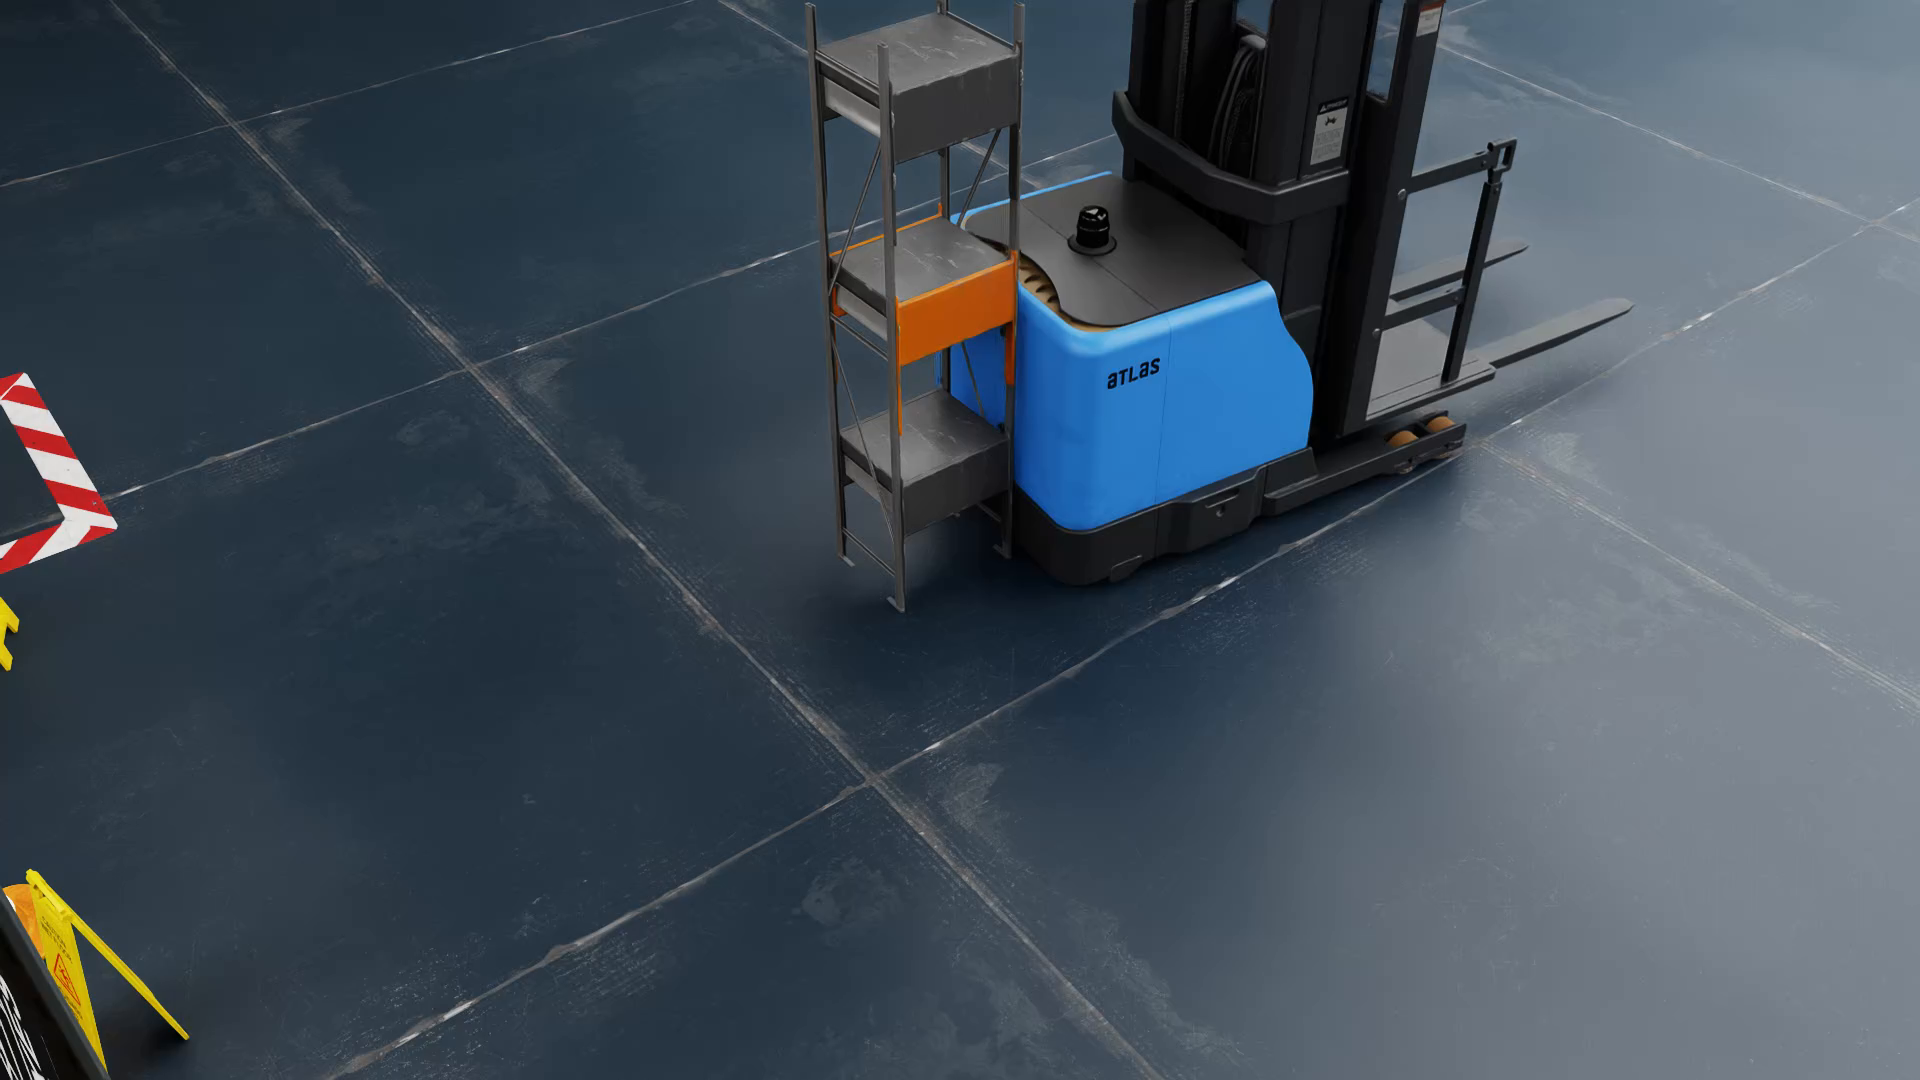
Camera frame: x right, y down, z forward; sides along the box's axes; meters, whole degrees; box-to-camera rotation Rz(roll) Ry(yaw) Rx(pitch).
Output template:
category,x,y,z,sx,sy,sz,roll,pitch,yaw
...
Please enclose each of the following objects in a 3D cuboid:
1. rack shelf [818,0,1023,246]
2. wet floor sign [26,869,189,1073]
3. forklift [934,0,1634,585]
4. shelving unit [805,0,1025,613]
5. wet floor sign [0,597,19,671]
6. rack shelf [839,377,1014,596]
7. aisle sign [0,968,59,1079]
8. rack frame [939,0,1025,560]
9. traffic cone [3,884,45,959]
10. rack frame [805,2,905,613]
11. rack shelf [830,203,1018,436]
category,x,y,z,sx,sy,sz,roll,pitch,yaw
rack shelf,-0.131,-1.278,5.071,0.480,0.518,0.431,-26,46,-28
wet floor sign,-2.298,1.119,4.378,0.267,0.644,0.232,30,48,31
forklift,1.419,-1.664,5.967,3.031,2.935,1.130,-21,44,-23
shelving unit,-0.131,-0.748,5.506,0.503,2.100,0.431,-26,46,-28
wet floor sign,-3.408,0.140,5.571,0.232,0.644,0.267,-11,41,-13
rack shelf,-0.131,-0.196,5.959,0.480,0.518,0.431,-26,46,-28
aisle sign,-0.875,0.334,1.429,0.004,0.787,0.394,-26,46,-28
rack frame,0.062,-0.842,5.621,0.015,2.100,0.400,-26,46,-28
traffic cone,-2.820,0.988,4.681,0.334,0.463,0.336,-26,46,-28
rack frame,-0.325,-0.654,5.391,0.015,2.100,0.400,-26,46,-28
rack shelf,-0.131,-0.737,5.515,0.480,0.518,0.431,-26,46,-28
